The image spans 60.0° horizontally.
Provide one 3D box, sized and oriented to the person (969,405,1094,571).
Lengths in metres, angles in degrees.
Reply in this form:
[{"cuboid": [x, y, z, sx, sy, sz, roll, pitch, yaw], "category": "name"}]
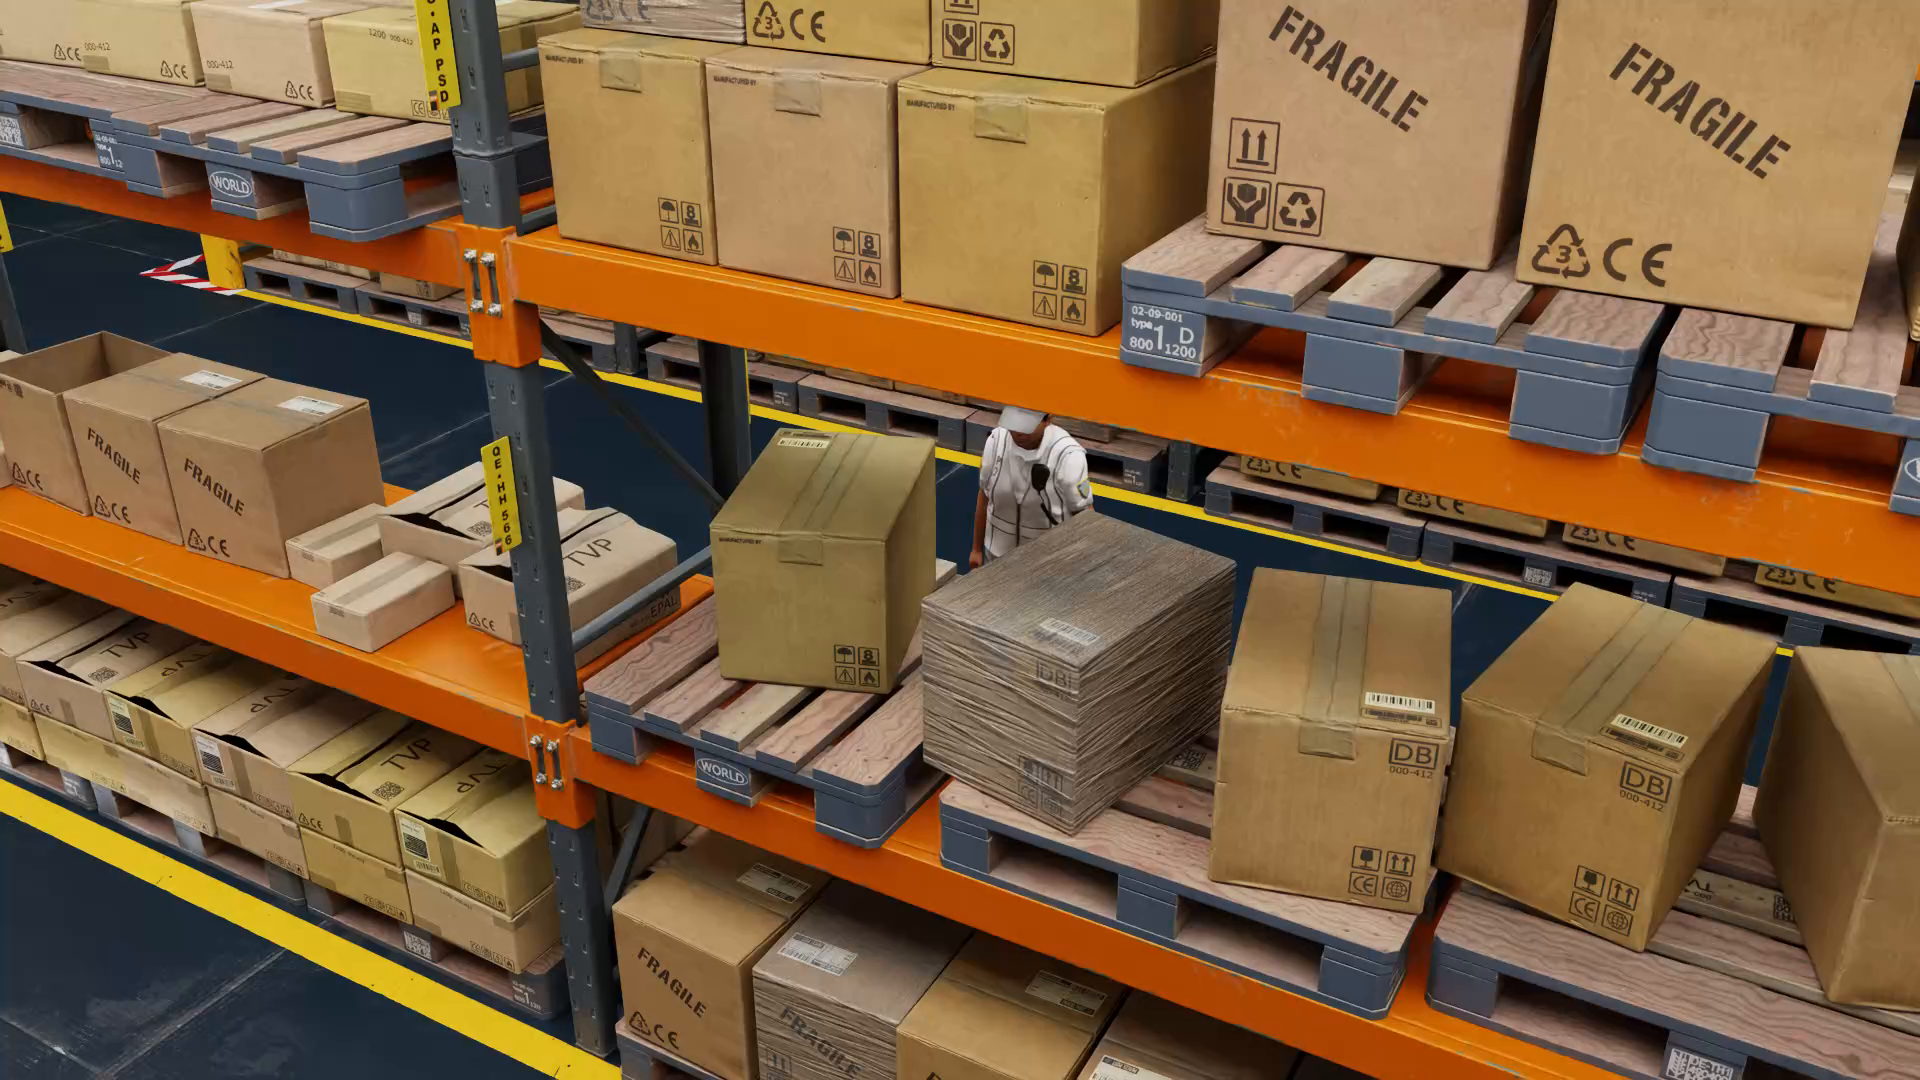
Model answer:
[{"cuboid": [0.276, 0.096, 6.918, 0.550, 1.666, 0.473, 14, 30, 25], "category": "person"}]
